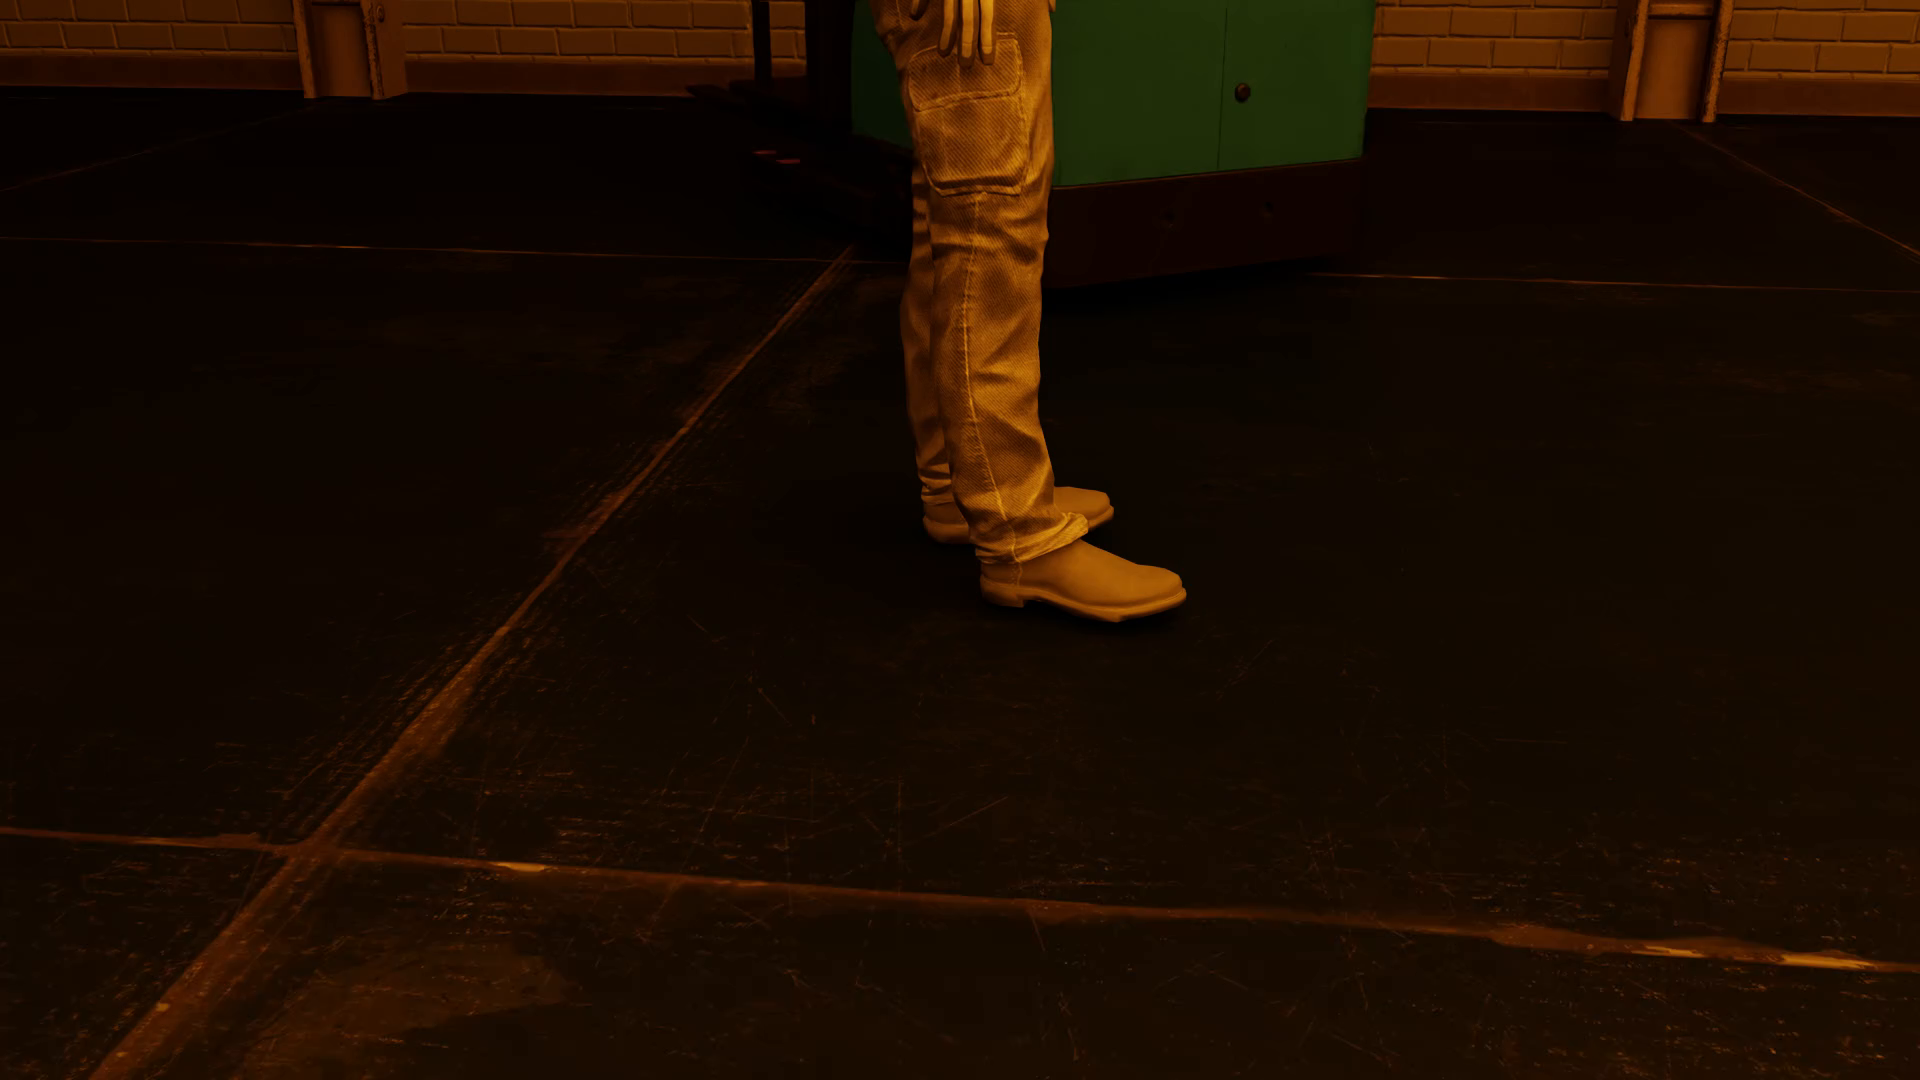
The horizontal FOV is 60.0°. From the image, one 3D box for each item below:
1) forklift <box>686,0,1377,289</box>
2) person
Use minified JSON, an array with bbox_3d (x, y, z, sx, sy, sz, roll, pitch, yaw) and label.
[{"bbox_3d":[-0.064,-2.471,4.891,1.130,2.935,3.031,-11,24,-26],"label":"forklift"},{"bbox_3d":[0.070,-0.827,2.324,0.577,1.782,0.656,3,22,7],"label":"person"}]
